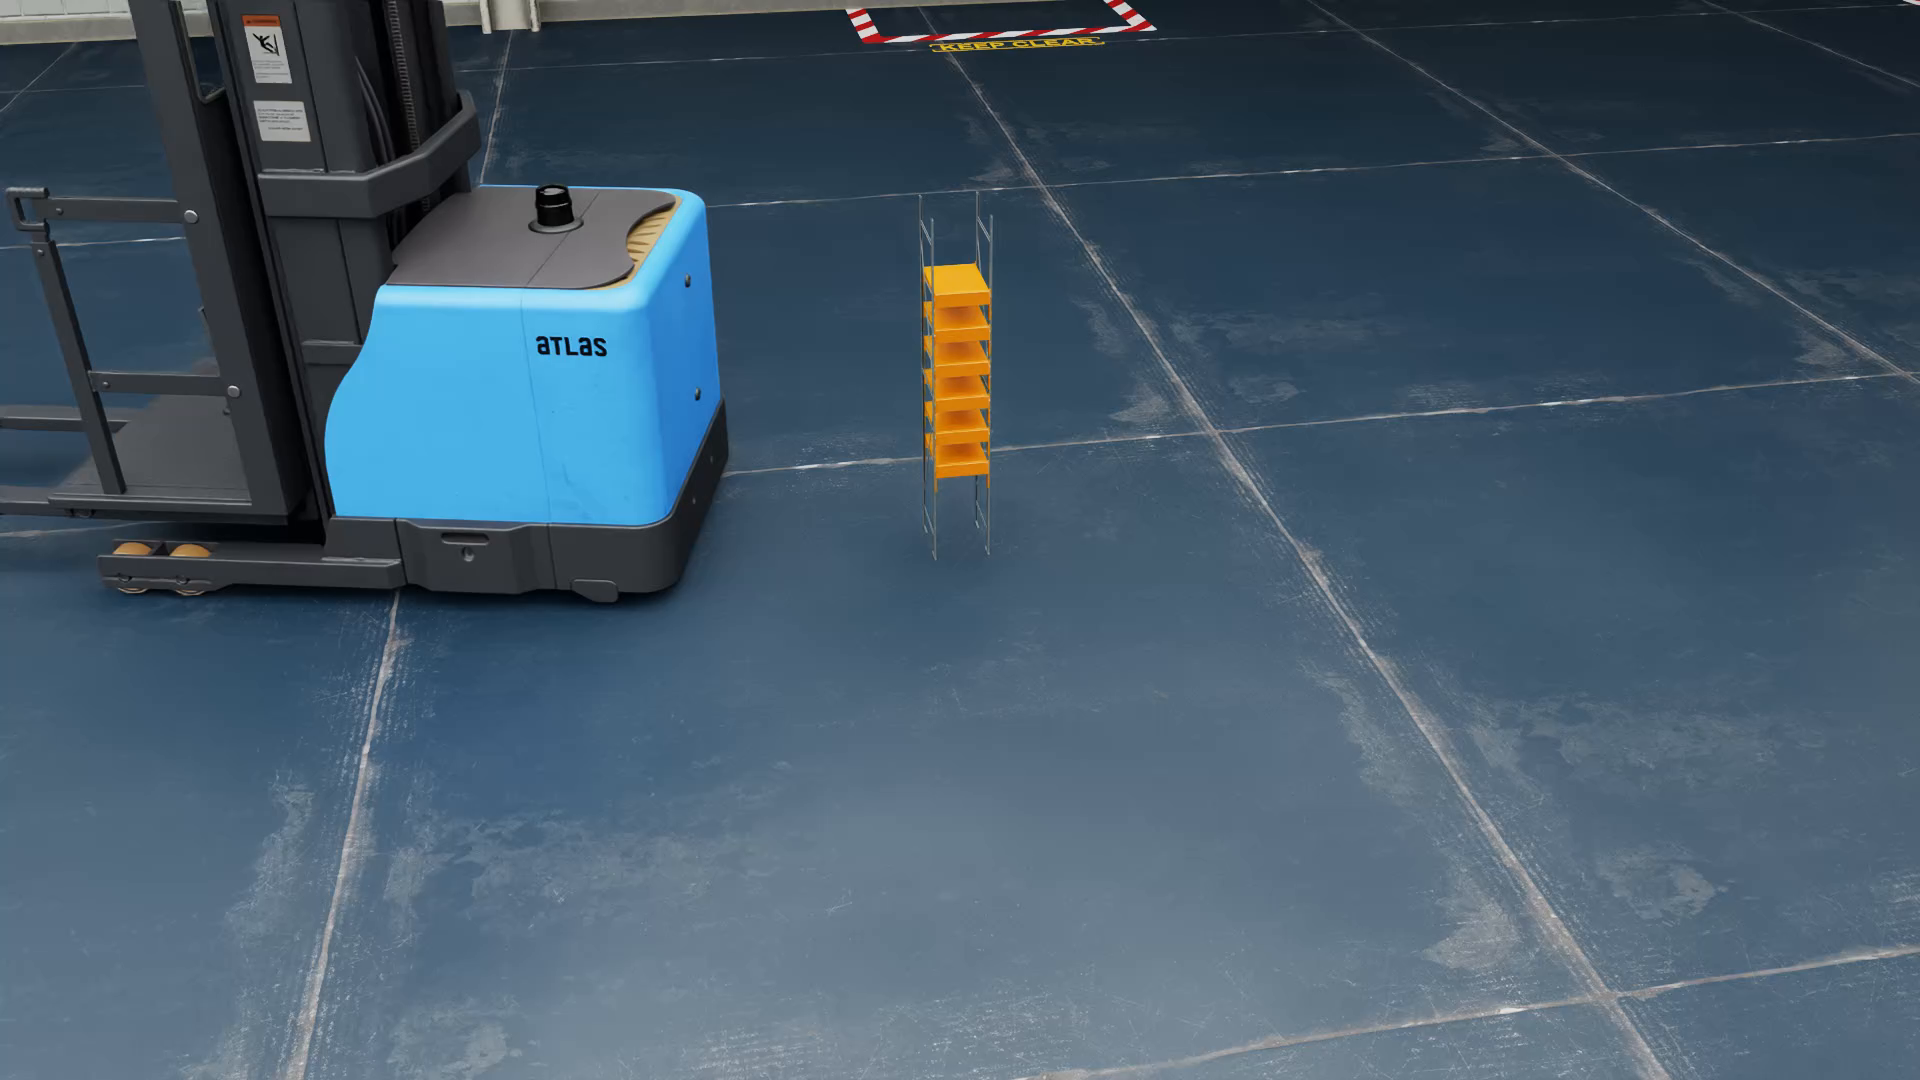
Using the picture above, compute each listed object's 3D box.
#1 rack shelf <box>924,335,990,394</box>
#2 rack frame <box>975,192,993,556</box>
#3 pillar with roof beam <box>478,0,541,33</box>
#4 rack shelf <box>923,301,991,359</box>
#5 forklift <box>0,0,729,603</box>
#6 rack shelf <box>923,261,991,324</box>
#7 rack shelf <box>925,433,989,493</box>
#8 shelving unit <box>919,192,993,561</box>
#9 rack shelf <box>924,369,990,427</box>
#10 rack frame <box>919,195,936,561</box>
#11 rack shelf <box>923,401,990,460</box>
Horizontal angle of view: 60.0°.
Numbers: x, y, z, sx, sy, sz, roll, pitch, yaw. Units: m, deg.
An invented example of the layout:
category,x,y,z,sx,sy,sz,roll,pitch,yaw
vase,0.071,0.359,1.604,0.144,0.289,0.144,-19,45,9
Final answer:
category,x,y,z,sx,sy,sz,roll,pitch,yaw
rack shelf,-0.014,-0.581,5.405,0.180,0.103,0.258,-5,31,-9
rack frame,0.076,-0.524,5.458,0.006,1.200,0.240,-5,31,-9
pillar with roof beam,-2.478,-5.462,6.161,0.400,9.000,9.100,-5,31,-9
rack shelf,-0.014,-0.684,5.344,0.180,0.103,0.258,-5,31,-9
forklift,-2.392,-1.346,5.147,3.031,2.935,1.130,2,31,3
rack shelf,-0.014,-0.788,5.284,0.180,0.103,0.258,-5,31,-9
rack shelf,-0.014,-0.271,5.588,0.180,0.103,0.258,-5,31,-9
shelving unit,-0.014,-0.516,5.444,0.189,1.200,0.258,-5,31,-9
rack shelf,-0.014,-0.478,5.466,0.180,0.103,0.258,-5,31,-9
rack frame,-0.104,-0.508,5.429,0.006,1.200,0.240,-5,31,-9
rack shelf,-0.014,-0.374,5.527,0.180,0.103,0.258,-5,31,-9
